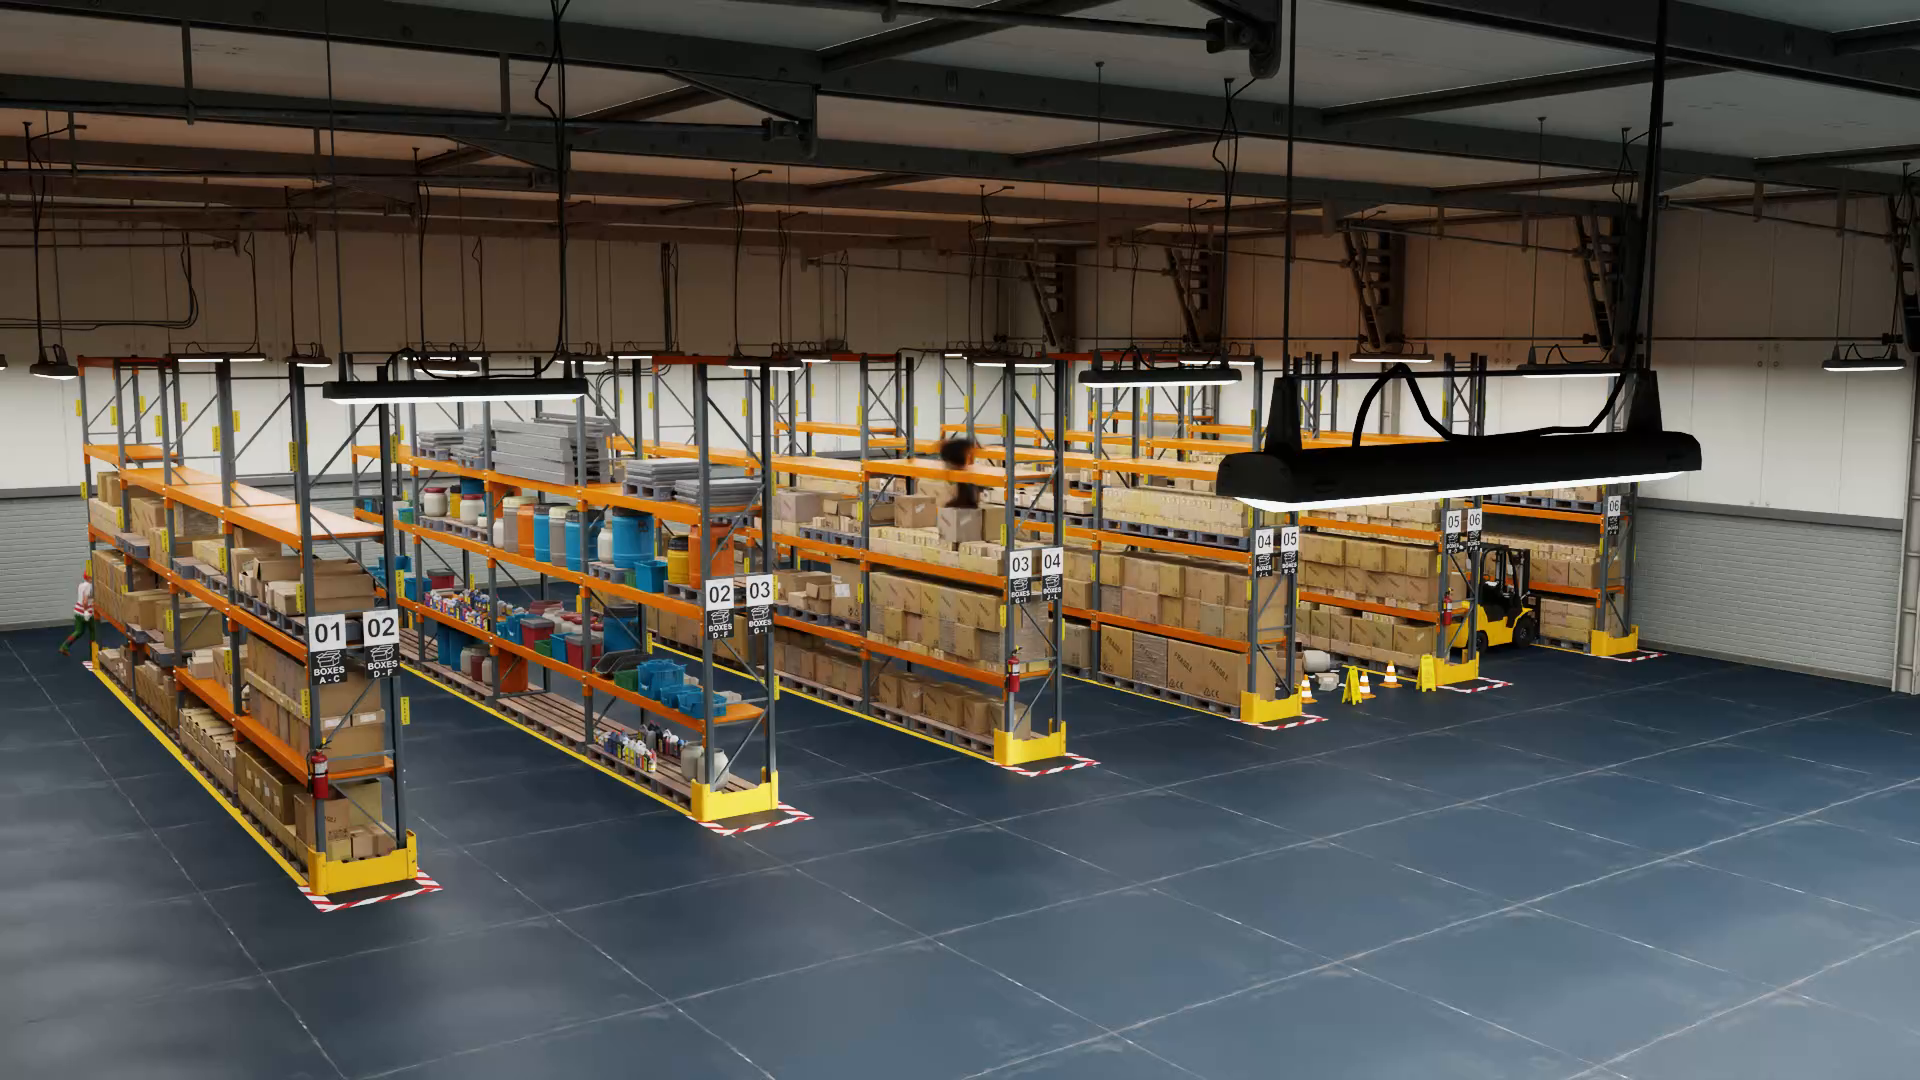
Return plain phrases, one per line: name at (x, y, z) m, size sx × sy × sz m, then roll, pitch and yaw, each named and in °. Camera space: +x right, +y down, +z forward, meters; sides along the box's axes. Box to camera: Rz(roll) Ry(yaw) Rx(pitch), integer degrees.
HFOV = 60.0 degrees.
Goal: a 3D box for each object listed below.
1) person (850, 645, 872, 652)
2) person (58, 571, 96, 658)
person at (-1.854, 1.568, 32.059) m, size 0.663 × 1.784 × 0.794 m, roll -5°, pitch 8°, yaw -34°
person at (-17.305, 1.483, 32.806) m, size 0.653 × 1.768 × 0.906 m, roll 4°, pitch 8°, yaw 31°
